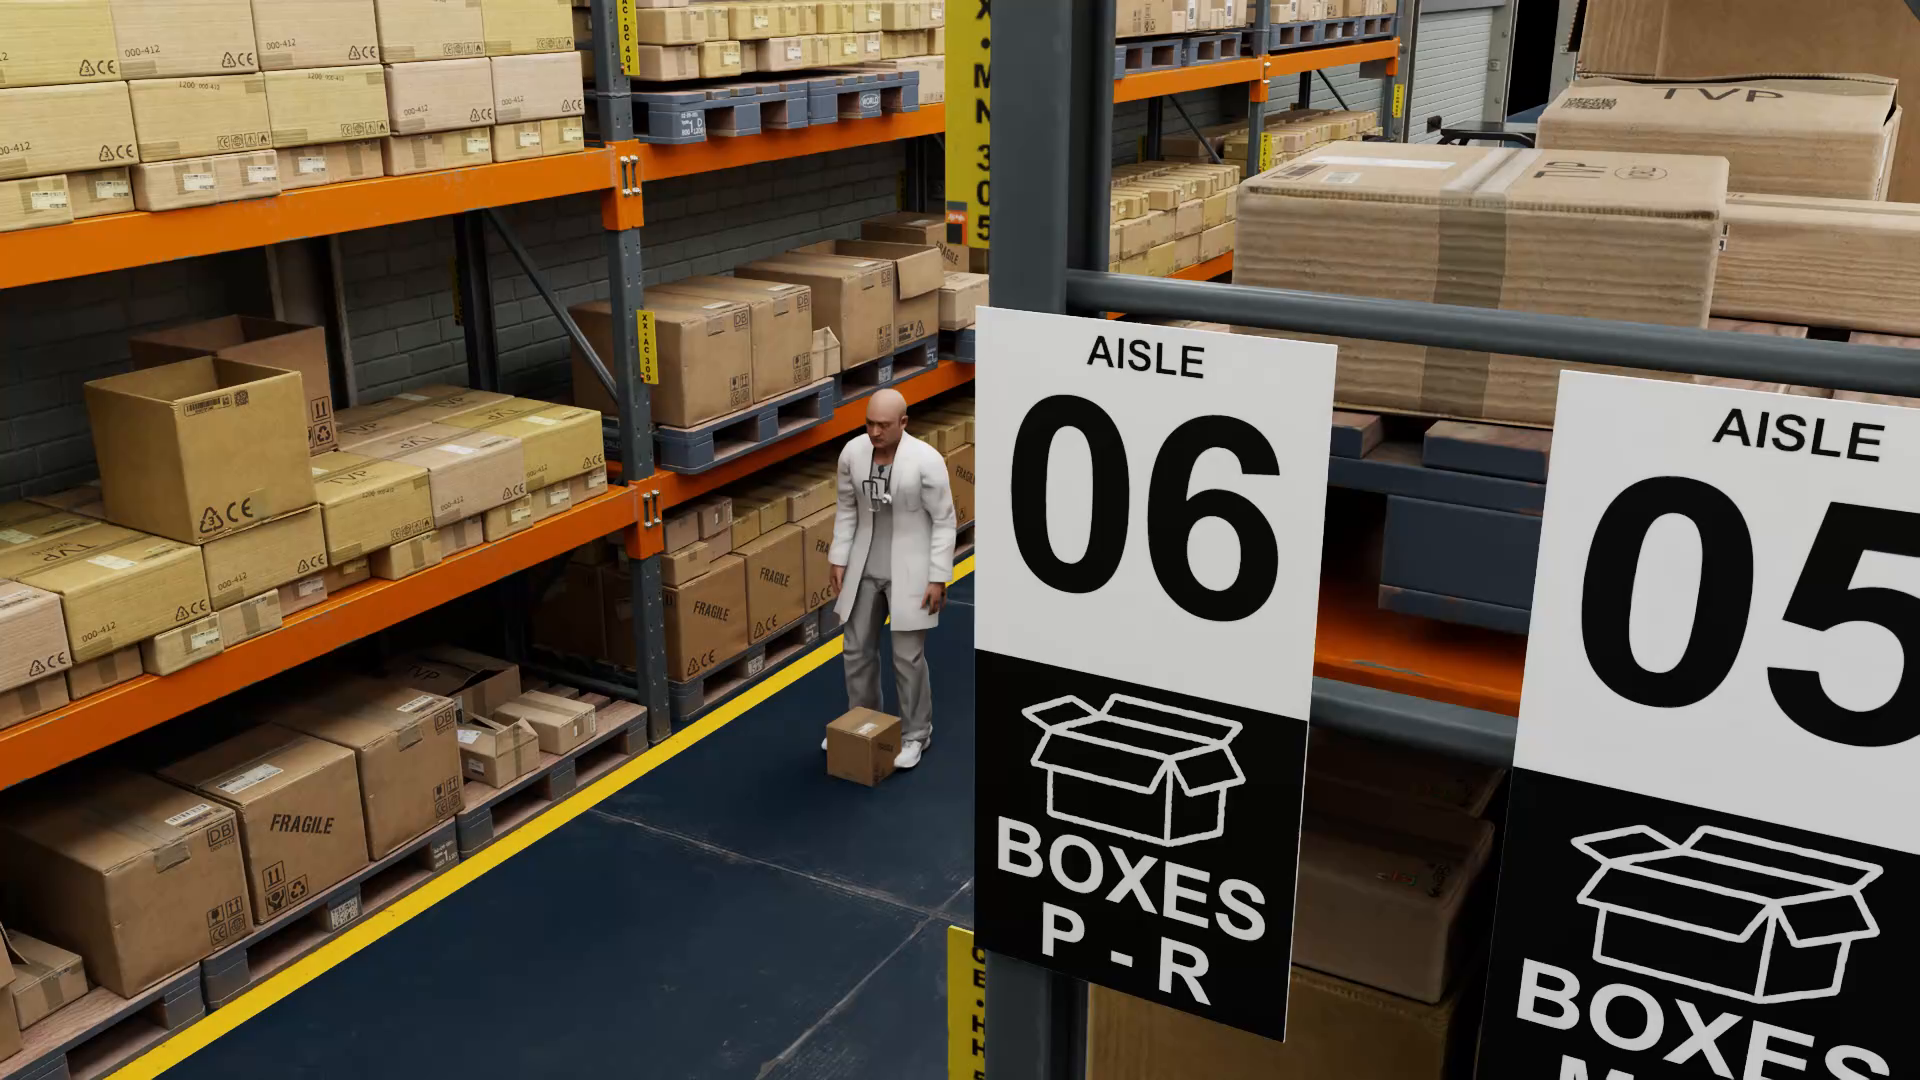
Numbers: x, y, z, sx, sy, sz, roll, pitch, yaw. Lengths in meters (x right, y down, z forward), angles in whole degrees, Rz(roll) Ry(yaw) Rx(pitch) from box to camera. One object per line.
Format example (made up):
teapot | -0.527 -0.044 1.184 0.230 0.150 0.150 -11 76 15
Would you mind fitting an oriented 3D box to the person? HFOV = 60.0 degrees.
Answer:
person | -0.328 0.158 7.637 0.628 1.773 0.428 9 21 25
